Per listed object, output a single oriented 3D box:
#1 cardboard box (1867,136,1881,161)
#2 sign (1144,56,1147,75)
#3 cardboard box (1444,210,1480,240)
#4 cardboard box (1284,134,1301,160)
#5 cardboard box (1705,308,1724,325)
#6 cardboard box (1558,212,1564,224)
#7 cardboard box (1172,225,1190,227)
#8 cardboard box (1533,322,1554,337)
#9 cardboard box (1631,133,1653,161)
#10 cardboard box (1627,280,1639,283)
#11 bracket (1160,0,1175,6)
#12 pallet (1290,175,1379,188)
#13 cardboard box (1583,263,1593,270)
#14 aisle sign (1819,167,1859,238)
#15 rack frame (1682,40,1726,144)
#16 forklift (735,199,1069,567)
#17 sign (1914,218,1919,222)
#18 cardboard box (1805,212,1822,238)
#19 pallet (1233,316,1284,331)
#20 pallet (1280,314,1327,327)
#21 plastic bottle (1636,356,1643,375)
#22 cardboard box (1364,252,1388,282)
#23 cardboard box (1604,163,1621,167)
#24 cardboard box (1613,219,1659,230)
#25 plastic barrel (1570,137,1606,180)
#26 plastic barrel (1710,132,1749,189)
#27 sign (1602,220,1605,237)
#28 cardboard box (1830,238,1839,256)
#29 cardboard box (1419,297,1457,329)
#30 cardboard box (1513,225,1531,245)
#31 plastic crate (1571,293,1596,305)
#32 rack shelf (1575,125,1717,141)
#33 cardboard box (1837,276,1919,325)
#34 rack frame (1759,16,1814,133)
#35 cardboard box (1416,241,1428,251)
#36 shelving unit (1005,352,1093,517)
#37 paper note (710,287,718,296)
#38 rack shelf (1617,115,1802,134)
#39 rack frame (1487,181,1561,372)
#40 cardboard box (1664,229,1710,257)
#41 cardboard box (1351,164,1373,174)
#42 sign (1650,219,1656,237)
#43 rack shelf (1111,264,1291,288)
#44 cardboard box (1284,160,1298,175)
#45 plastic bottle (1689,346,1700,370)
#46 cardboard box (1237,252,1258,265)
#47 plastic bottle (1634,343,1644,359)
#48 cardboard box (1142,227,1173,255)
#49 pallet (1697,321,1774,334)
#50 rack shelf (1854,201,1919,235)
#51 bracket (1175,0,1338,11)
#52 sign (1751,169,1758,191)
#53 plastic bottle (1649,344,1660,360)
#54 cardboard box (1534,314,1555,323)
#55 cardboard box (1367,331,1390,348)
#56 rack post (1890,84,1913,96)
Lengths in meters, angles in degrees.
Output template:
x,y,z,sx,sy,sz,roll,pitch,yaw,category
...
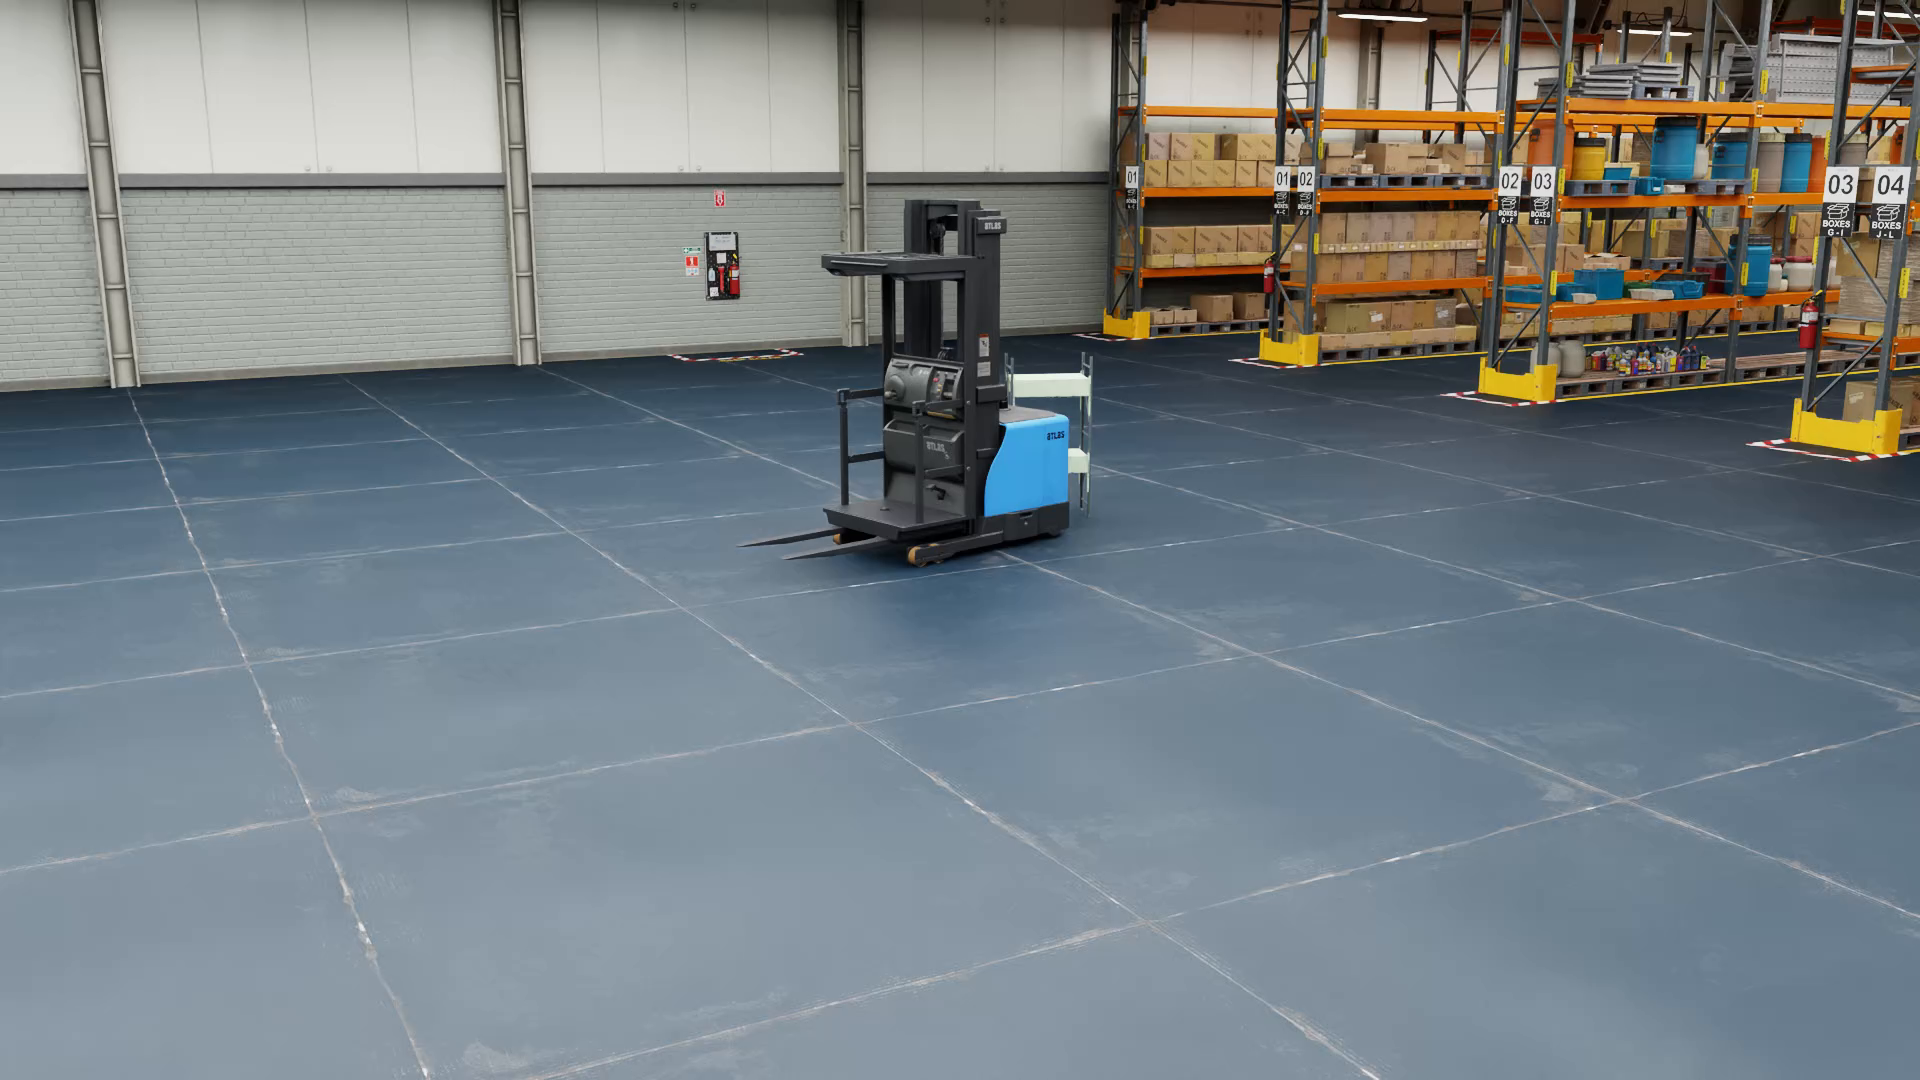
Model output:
x,y,z,sx,sy,sz,roll,pitch,yaw,category
18.259,-7.976,33.882,0.500,0.500,0.700,-7,14,-28,cardboard box
3.409,-8.731,30.600,0.005,0.325,0.100,-7,14,-28,sign
8.650,-5.514,29.098,0.500,0.500,0.700,-7,14,-28,cardboard box
6.350,-7.740,32.785,0.500,0.500,0.500,-8,15,-33,cardboard box
14.439,-4.453,32.256,0.500,0.500,0.500,-7,15,-30,cardboard box
12.941,-7.096,36.647,0.500,0.250,0.500,-6,14,-27,cardboard box
4.359,-5.913,32.641,0.500,0.500,0.500,-7,15,-29,cardboard box
10.412,-3.847,30.178,0.500,0.250,0.500,-7,15,-30,cardboard box
12.934,-7.346,31.082,0.500,0.500,0.500,-7,14,-28,cardboard box
15.281,-5.827,38.404,0.500,0.500,0.700,-6,14,-27,cardboard box
3.883,-10.312,31.738,0.430,0.232,0.235,-7,14,-28,bracket
6.159,-5.949,27.583,1.213,0.211,1.003,-7,14,-28,pallet
11.455,-5.034,30.717,0.250,0.149,0.380,-6,14,-24,cardboard box
10.071,-3.870,19.052,0.004,0.787,0.394,-7,14,-28,aisle sign
17.193,-10.024,38.655,0.127,3.000,1.000,-7,14,-28,rack frame
-0.464,-1.339,13.882,3.031,2.935,1.130,-11,17,-41,forklift
19.818,-6.753,34.427,0.005,0.325,0.100,-7,14,-28,sign
17.060,-6.308,33.304,0.500,0.500,0.500,-7,15,-30,cardboard box
6.087,-4.397,33.666,1.213,0.211,1.003,-7,14,-28,pallet
7.343,-4.557,34.375,1.213,0.211,1.003,-7,14,-28,pallet
9.937,-2.555,24.343,0.097,0.271,0.097,0,13,0,plastic bottle
6.839,-4.662,28.267,0.500,0.500,0.700,-7,14,-27,cardboard box
11.725,-6.779,30.454,0.500,0.250,0.500,-6,14,-26,cardboard box
15.443,-7.031,38.335,0.700,0.700,0.980,-8,15,-31,cardboard box
8.836,-5.409,23.596,0.600,0.588,0.600,0,13,0,plastic barrel
11.749,-5.729,25.260,0.708,0.901,0.600,-7,14,-28,plastic barrel
12.279,-5.931,31.676,0.005,0.325,0.100,-7,14,-28,sign
17.525,-5.879,33.671,0.500,0.500,0.500,-7,14,-28,cardboard box
8.290,-3.969,29.010,0.500,0.500,0.500,-7,14,-28,cardboard box
12.073,-6.623,36.254,0.500,0.500,0.500,-6,14,-26,cardboard box
8.836,-3.408,23.522,0.250,0.136,0.298,-7,14,-28,plastic crate
15.437,-9.268,37.843,4.000,0.370,1.077,-7,14,-28,rack shelf
10.765,-2.797,19.299,0.500,0.500,0.875,-7,14,-28,cardboard box
16.059,-8.649,32.545,0.127,3.000,1.000,-7,14,-28,rack frame
7.785,-5.043,28.479,0.250,0.149,0.380,-6,14,-26,cardboard box
0.818,-0.979,15.543,0.755,1.500,0.431,-2,13,-7,shelving unit
-4.293,-4.335,29.048,0.142,0.148,0.016,-7,14,-28,paper note
14.303,-7.892,31.733,4.000,0.370,1.077,-7,14,-28,rack shelf
7.896,-3.505,23.351,0.127,3.000,1.000,-7,14,-28,rack frame
13.941,-5.702,31.932,0.500,0.500,0.700,-4,13,-17,cardboard box
6.643,-6.164,27.630,0.250,0.149,0.380,-7,14,-28,cardboard box
12.816,-5.760,30.733,0.005,0.325,0.100,-7,14,-28,sign
4.904,-5.273,32.848,4.000,0.370,1.077,-7,14,-28,rack shelf
6.333,-7.256,32.913,0.500,0.500,0.500,-6,14,-26,cardboard box
10.980,-2.725,24.915,0.185,0.351,0.144,-7,15,-29,plastic bottle
5.514,-5.556,32.763,0.500,0.250,0.500,-7,14,-28,cardboard box
10.334,-2.823,25.353,0.185,0.351,0.144,-8,15,-30,plastic bottle
3.712,-5.709,31.732,0.500,0.500,0.500,-7,14,-28,cardboard box
15.363,-4.269,33.097,1.213,0.211,1.003,-7,14,-28,pallet
12.025,-3.873,19.794,4.000,0.370,1.077,-7,14,-28,rack shelf
6.145,-10.584,32.943,4.783,0.066,0.076,-7,14,-28,bracket
11.661,-5.286,24.414,0.005,0.325,0.100,-7,14,-28,sign
10.569,-2.815,25.318,0.185,0.351,0.144,-7,14,-28,plastic bottle
10.414,-4.119,30.110,0.500,0.311,0.500,-7,15,-30,cardboard box
6.979,-3.443,28.380,0.500,0.250,0.500,-7,14,-28,cardboard box
15.534,-7.320,26.814,0.937,0.300,0.954,-7,14,-28,rack post
